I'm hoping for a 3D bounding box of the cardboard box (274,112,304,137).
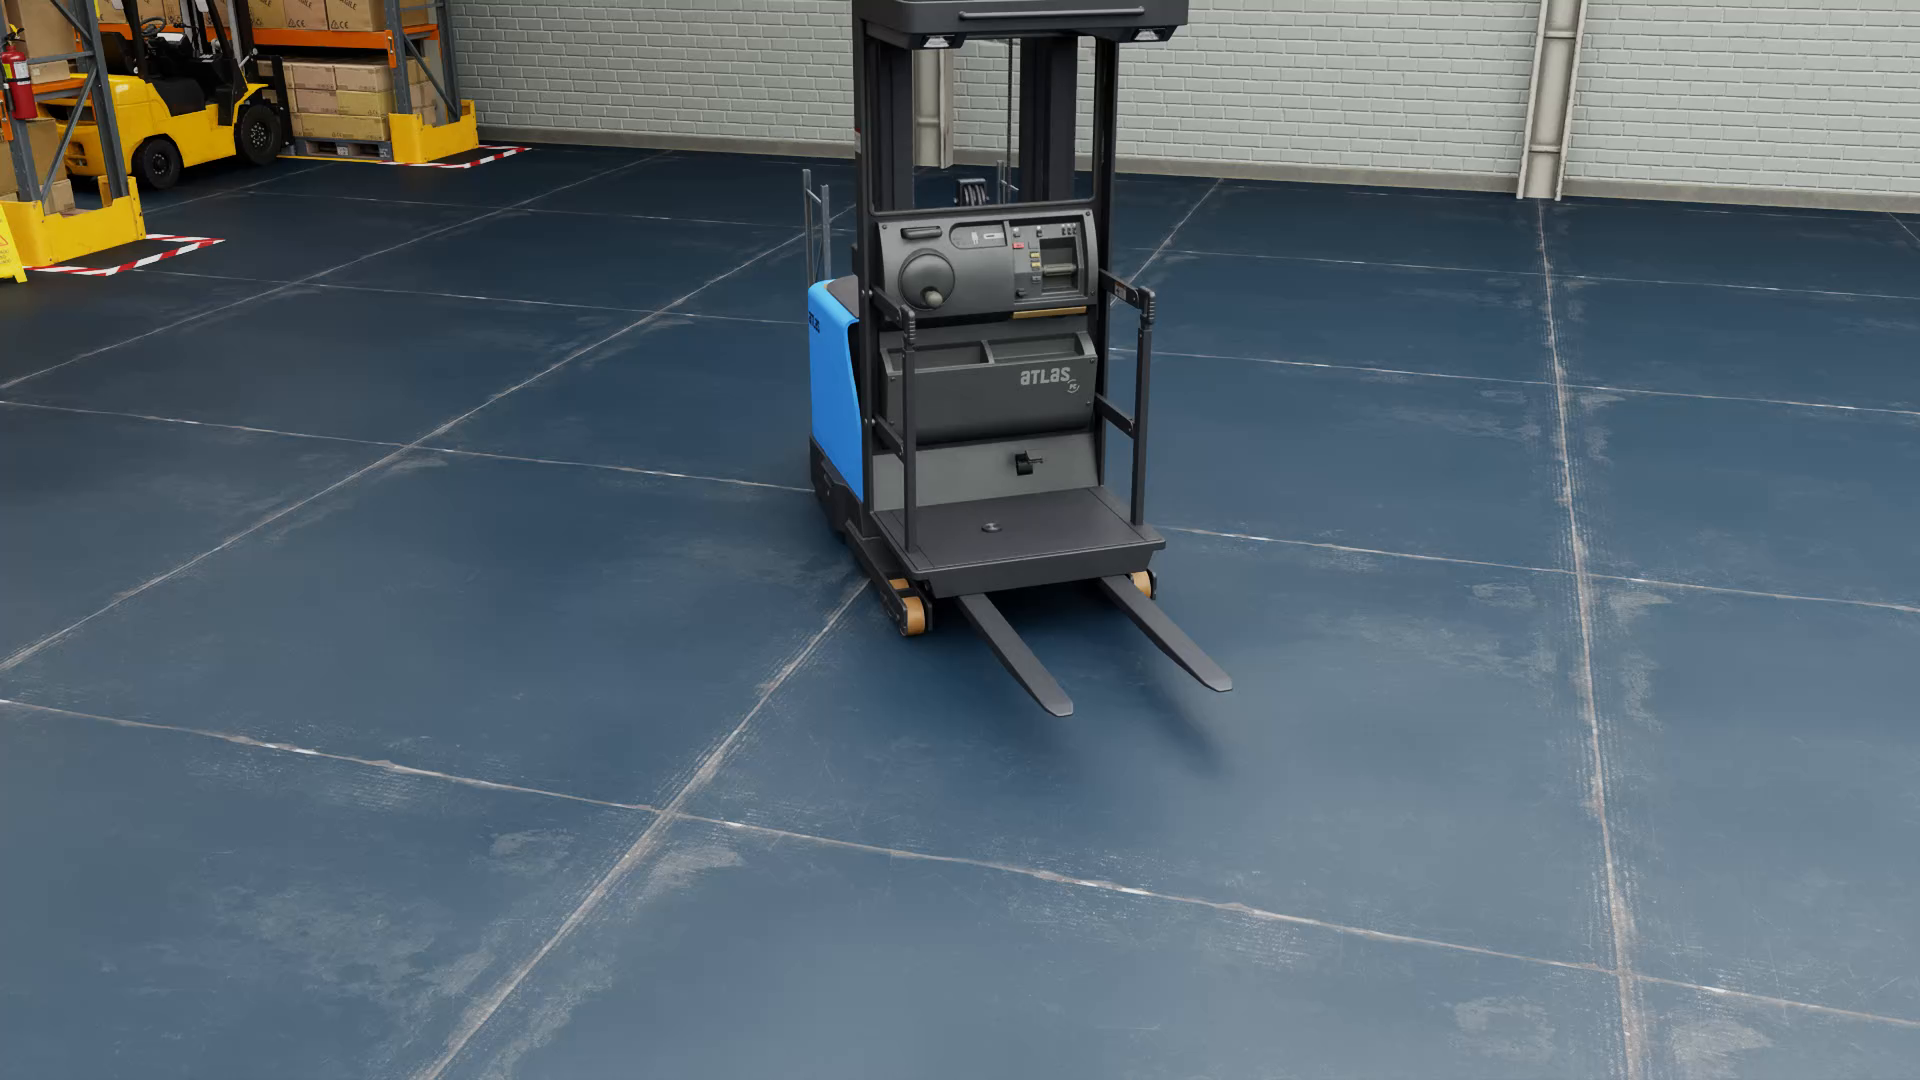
[{"bbox_3d":[-7.129,-4.510,17.882,0.500,0.250,0.500,7,23,16],"label":"cardboard box"}]

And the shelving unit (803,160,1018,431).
[{"bbox_3d":[-0.218,-1.129,8.542,1.048,1.500,0.538,-6,23,-14],"label":"shelving unit"}]

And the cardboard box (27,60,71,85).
[{"bbox_3d":[-7.333,-3.727,13.235,0.250,0.149,0.380,7,23,16],"label":"cardboard box"}]

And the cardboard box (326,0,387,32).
[{"bbox_3d":[-6.185,-5.540,17.191,0.500,0.500,0.500,6,23,14],"label":"cardboard box"}]

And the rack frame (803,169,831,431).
[{"bbox_3d":[-0.707,-1.077,8.415,0.032,1.500,0.500,-6,23,-14],"label":"rack frame"}]

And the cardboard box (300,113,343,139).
[{"bbox_3d":[-6.652,-4.452,17.740,0.500,0.250,0.500,7,23,15],"label":"cardboard box"}]

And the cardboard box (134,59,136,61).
[{"bbox_3d":[-8.608,-5.131,18.079,0.500,0.250,0.500,7,23,16],"label":"cardboard box"}]

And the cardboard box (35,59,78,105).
[{"bbox_3d":[-9.970,-5.122,18.880,0.625,0.625,0.875,8,24,18],"label":"cardboard box"}]

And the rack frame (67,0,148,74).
[{"bbox_3d":[-9.467,-5.973,18.380,0.127,3.000,1.000,7,23,16],"label":"rack frame"}]

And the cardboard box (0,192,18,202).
[{"bbox_3d":[-7.943,-2.647,13.339,0.500,0.250,0.500,6,23,15],"label":"cardboard box"}]

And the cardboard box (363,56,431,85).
[{"bbox_3d":[-6.043,-5.041,17.859,0.500,0.250,0.500,6,23,15],"label":"cardboard box"}]

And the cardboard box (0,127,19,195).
[{"bbox_3d":[-7.910,-2.993,13.196,0.500,0.500,0.500,7,23,16],"label":"cardboard box"}]

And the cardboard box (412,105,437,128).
[{"bbox_3d":[-6.051,-4.582,18.057,0.500,0.250,0.500,7,23,16],"label":"cardboard box"}]

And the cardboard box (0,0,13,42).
[{"bbox_3d":[-7.667,-3.874,12.739,0.500,0.500,0.500,6,23,15],"label":"cardboard box"}]

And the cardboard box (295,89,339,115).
[{"bbox_3d":[-6.671,-4.687,17.655,0.500,0.250,0.500,6,23,15],"label":"cardboard box"}]

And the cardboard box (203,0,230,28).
[{"bbox_3d":[-7.654,-5.707,17.599,0.500,0.500,0.500,7,23,16],"label":"cardboard box"}]

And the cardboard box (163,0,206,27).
[{"bbox_3d":[-8.129,-5.770,17.752,0.500,0.500,0.500,6,23,15],"label":"cardboard box"}]

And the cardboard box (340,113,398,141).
[{"bbox_3d":[-6.179,-4.394,17.599,0.500,0.250,0.500,7,23,16],"label":"cardboard box"}]

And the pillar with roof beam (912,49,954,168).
[{"bbox_3d":[-1.543,-6.492,11.740,0.400,9.000,9.100,7,23,16],"label":"pillar with roof beam"}]

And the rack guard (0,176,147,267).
[{"bbox_3d":[-7.141,-2.583,13.408,0.348,0.500,1.175,7,23,16],"label":"rack guard"}]

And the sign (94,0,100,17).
[{"bbox_3d":[-6.911,-4.329,13.230,0.005,0.325,0.100,7,23,16],"label":"sign"}]

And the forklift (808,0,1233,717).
[{"bbox_3d":[0.190,-1.131,6.665,1.130,2.935,3.031,-7,23,-16],"label":"forklift"}]

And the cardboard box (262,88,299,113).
[{"bbox_3d":[-7.171,-4.736,17.774,0.500,0.250,0.500,6,23,14],"label":"cardboard box"}]

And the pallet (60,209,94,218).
[{"bbox_3d":[-7.908,-2.551,13.711,1.213,0.211,1.003,7,23,16],"label":"pallet"}]

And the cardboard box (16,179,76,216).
[{"bbox_3d":[-7.760,-2.842,13.816,0.500,0.250,0.500,6,23,15],"label":"cardboard box"}]

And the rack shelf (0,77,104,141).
[{"bbox_3d":[-8.983,-3.617,13.584,4.000,0.370,1.077,7,23,16],"label":"rack shelf"}]

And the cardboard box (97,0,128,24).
[{"bbox_3d":[-9.118,-5.876,18.011,0.500,0.500,0.500,6,23,14],"label":"cardboard box"}]

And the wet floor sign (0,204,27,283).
[{"bbox_3d":[-7.195,-2.232,12.361,0.232,0.644,0.267,16,27,34],"label":"wet floor sign"}]

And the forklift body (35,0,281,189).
[{"bbox_3d":[-7.980,-4.687,16.363,1.214,2.155,2.313,7,23,16],"label":"forklift body"}]

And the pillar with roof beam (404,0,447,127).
[{"bbox_3d":[-7.288,-7.150,13.344,0.400,9.000,9.100,7,23,16],"label":"pillar with roof beam"}]

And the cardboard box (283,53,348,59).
[{"bbox_3d":[-6.998,-5.153,18.133,0.500,0.250,0.500,6,23,15],"label":"cardboard box"}]

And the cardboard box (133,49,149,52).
[{"bbox_3d":[-8.940,-5.374,18.672,0.500,0.250,0.500,7,23,17],"label":"cardboard box"}]

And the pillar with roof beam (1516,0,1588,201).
[{"bbox_3d":[4.201,-5.835,10.137,0.400,9.000,9.100,7,23,16],"label":"pillar with roof beam"}]

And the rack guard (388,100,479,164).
[{"bbox_3d":[-5.615,-4.376,17.779,0.348,0.500,1.175,7,23,16],"label":"rack guard"}]

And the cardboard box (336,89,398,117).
[{"bbox_3d":[-6.194,-4.628,17.511,0.500,0.250,0.500,6,23,15],"label":"cardboard box"}]

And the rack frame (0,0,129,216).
[{"bbox_3d":[-7.068,-3.731,12.913,0.127,3.000,1.000,7,23,16],"label":"rack frame"}]

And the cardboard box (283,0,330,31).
[{"bbox_3d":[-6.679,-5.600,17.338,0.500,0.500,0.500,7,23,17],"label":"cardboard box"}]

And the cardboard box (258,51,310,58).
[{"bbox_3d":[-7.487,-5.212,18.276,0.500,0.250,0.500,6,23,14],"label":"cardboard box"}]

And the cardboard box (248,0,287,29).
[{"bbox_3d":[-7.169,-5.656,17.474,0.500,0.500,0.500,6,23,14],"label":"cardboard box"}]

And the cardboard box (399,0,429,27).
[{"bbox_3d":[-6.032,-5.736,17.670,0.500,0.500,0.500,7,23,17],"label":"cardboard box"}]

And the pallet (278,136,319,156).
[{"bbox_3d":[-7.546,-4.448,18.335,1.213,0.211,1.003,7,23,15],"label":"pallet"}]

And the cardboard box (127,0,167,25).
[{"bbox_3d":[-8.614,-5.825,17.886,0.500,0.500,0.500,7,23,16],"label":"cardboard box"}]

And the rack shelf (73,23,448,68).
[{"bbox_3d":[-7.552,-5.421,17.982,4.000,0.370,1.077,7,23,16],"label":"rack shelf"}]

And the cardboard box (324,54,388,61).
[{"bbox_3d":[-6.523,-5.095,17.990,0.500,0.250,0.500,7,23,16],"label":"cardboard box"}]

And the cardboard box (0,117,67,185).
[{"bbox_3d":[-7.783,-3.191,13.679,0.500,0.500,0.500,6,23,14],"label":"cardboard box"}]

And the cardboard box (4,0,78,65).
[{"bbox_3d":[-7.441,-4.068,13.210,0.500,0.500,0.500,6,23,15],"label":"cardboard box"}]

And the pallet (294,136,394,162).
[{"bbox_3d":[-6.382,-4.313,18.007,1.213,0.211,1.003,7,23,16],"label":"pallet"}]

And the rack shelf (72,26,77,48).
[{"bbox_3d":[-11.382,-5.860,19.051,4.000,0.370,1.077,7,23,16],"label":"rack shelf"}]

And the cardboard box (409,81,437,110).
[{"bbox_3d":[-6.028,-4.815,17.968,0.500,0.250,0.500,7,23,16],"label":"cardboard box"}]

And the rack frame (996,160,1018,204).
[{"bbox_3d":[0.272,-1.181,8.669,0.032,1.500,0.500,-6,23,-14],"label":"rack frame"}]

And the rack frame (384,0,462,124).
[{"bbox_3d":[-5.638,-5.535,17.311,0.127,3.000,1.000,7,23,16],"label":"rack frame"}]

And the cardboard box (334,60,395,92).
[{"bbox_3d":[-6.169,-4.857,17.410,0.500,0.250,0.500,7,23,17],"label":"cardboard box"}]

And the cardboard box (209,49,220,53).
[{"bbox_3d":[-8.451,-5.324,18.550,0.500,0.250,0.500,6,23,15],"label":"cardboard box"}]

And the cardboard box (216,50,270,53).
[{"bbox_3d":[-7.970,-5.264,18.403,0.500,0.250,0.500,7,23,16],"label":"cardboard box"}]

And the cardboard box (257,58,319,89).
[{"bbox_3d":[-7.145,-4.962,17.667,0.500,0.250,0.500,7,23,16],"label":"cardboard box"}]

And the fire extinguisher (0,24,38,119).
[{"bbox_3d":[-7.092,-3.515,12.489,0.183,0.674,0.296,7,23,16],"label":"fire extinguisher"}]

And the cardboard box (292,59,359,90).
[{"bbox_3d":[-6.659,-4.911,17.541,0.500,0.250,0.500,7,23,16],"label":"cardboard box"}]
